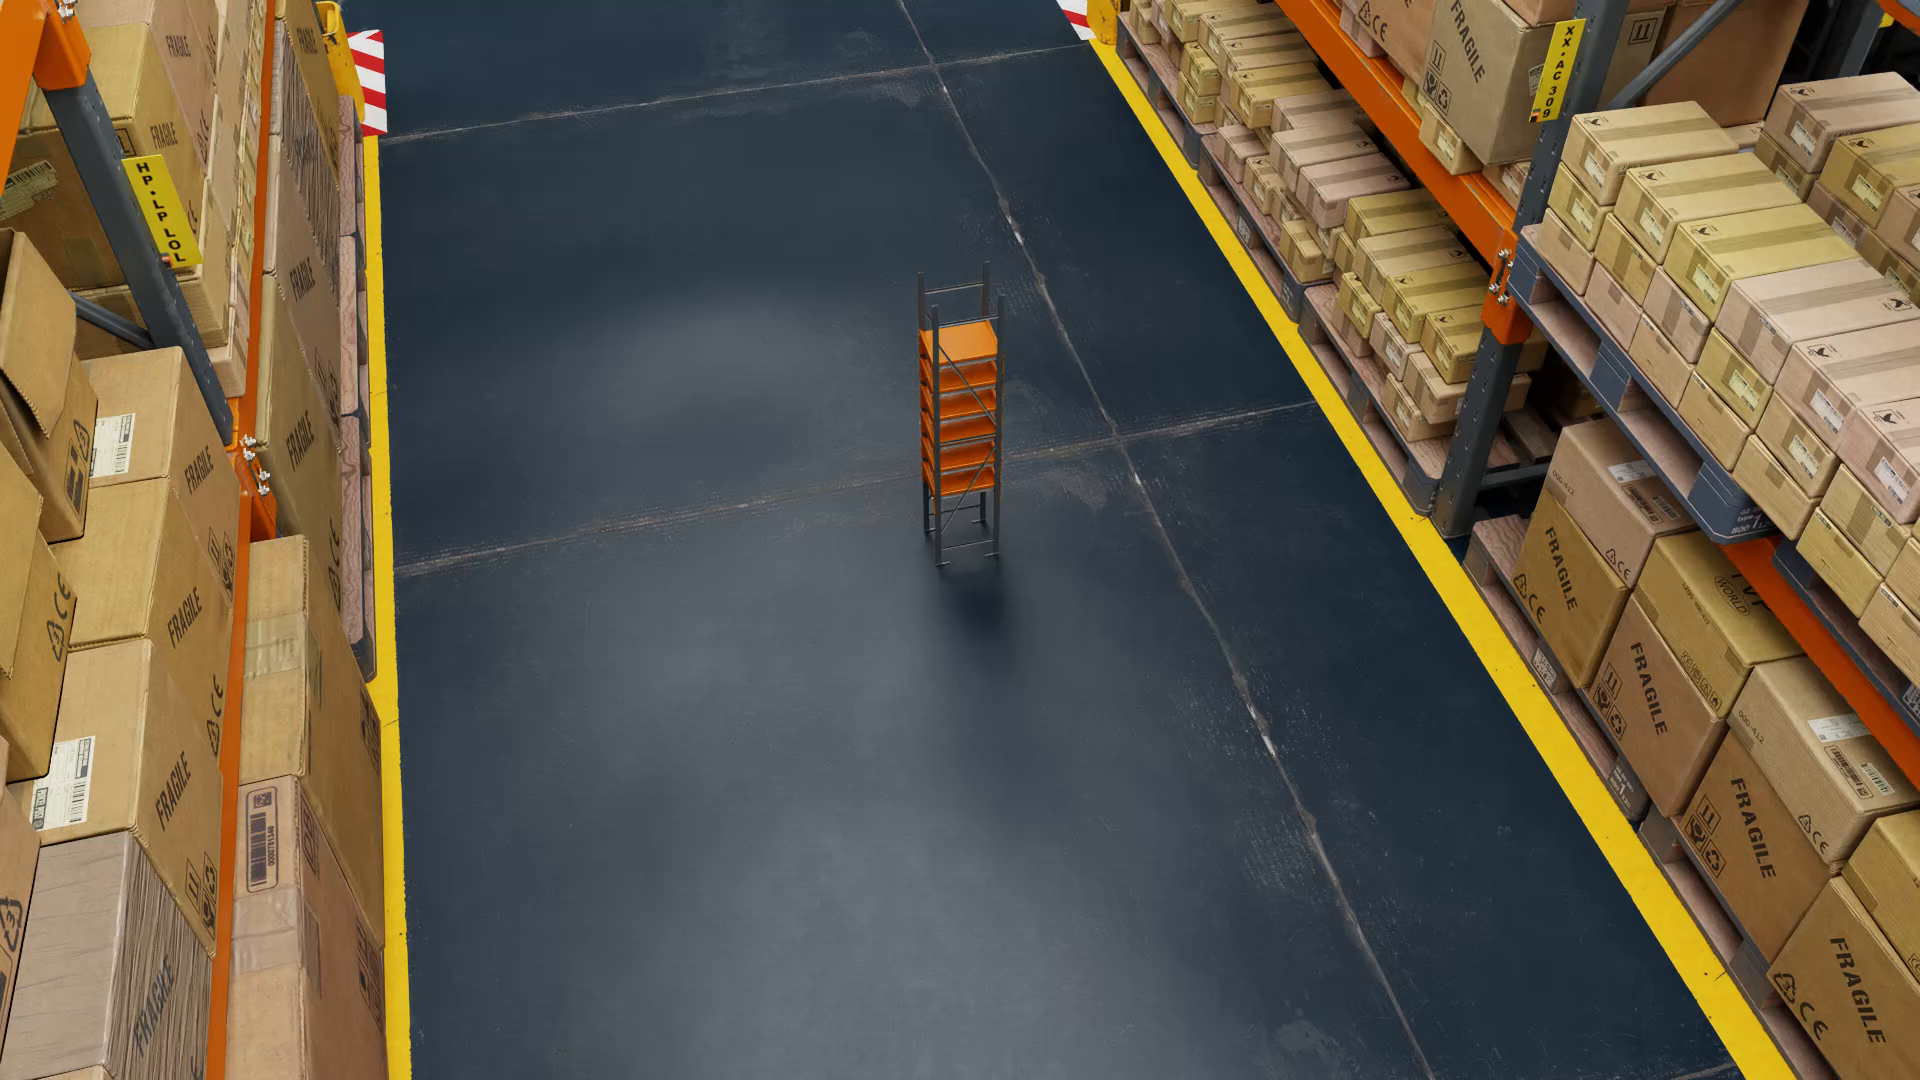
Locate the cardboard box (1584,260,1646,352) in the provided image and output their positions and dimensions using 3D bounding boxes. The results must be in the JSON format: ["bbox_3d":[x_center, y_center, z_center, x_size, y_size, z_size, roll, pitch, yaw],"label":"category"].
[{"bbox_3d":[2.015,-0.692,4.710,0.380,0.149,0.250,-10,46,-10],"label":"cardboard box"}]

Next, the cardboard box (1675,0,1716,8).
[{"bbox_3d":[2.402,-2.025,5.156,0.500,0.500,0.500,-10,46,-9],"label":"cardboard box"}]

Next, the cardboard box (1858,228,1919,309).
[{"bbox_3d":[2.704,-0.751,4.559,0.380,0.149,0.250,-9,46,-9],"label":"cardboard box"}]

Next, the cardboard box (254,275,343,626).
[{"bbox_3d":[-2.630,-0.216,5.555,0.875,0.875,0.875,-11,47,-10],"label":"cardboard box"}]

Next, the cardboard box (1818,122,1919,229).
[{"bbox_3d":[2.644,-1.020,4.615,0.380,0.149,0.250,-12,47,-12],"label":"cardboard box"}]

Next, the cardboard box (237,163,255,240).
[{"bbox_3d":[-2.497,-1.064,5.369,0.380,0.149,0.250,-12,47,-11],"label":"cardboard box"}]

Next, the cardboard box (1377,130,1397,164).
[{"bbox_3d":[2.094,-1.803,7.411,0.380,0.149,0.250,-10,46,-10],"label":"cardboard box"}]

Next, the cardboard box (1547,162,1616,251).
[{"bbox_3d":[1.939,-0.987,4.791,0.380,0.149,0.250,-10,46,-10],"label":"cardboard box"}]

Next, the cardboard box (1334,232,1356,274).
[{"bbox_3d":[1.758,-1.150,6.770,0.380,0.149,0.250,-10,46,-10],"label":"cardboard box"}]

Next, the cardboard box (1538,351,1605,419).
[{"bbox_3d":[2.500,-0.639,6.478,0.380,0.149,0.250,-13,47,-12],"label":"cardboard box"}]

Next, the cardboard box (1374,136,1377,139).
[{"bbox_3d":[1.995,-1.883,7.697,0.380,0.149,0.250,-10,46,-10],"label":"cardboard box"}]

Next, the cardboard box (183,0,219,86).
[{"bbox_3d":[-2.670,-1.734,5.221,0.500,0.500,0.500,-12,47,-12],"label":"cardboard box"}]

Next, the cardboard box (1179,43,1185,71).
[{"bbox_3d":[1.300,-2.334,8.140,0.380,0.149,0.250,-10,46,-10],"label":"cardboard box"}]

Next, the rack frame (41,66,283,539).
[{"bbox_3d":[-2.538,-0.343,4.486,1.000,3.000,0.127,-11,47,-10],"label":"rack frame"}]

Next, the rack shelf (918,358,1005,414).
[{"bbox_3d":[0.004,-0.547,5.672,0.258,0.103,0.180,-11,47,-10],"label":"rack shelf"}]

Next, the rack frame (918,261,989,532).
[{"bbox_3d":[-0.020,-0.473,5.874,0.240,1.200,0.006,-11,47,-10],"label":"rack frame"}]

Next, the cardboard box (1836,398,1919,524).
[{"bbox_3d":[2.271,-0.199,3.810,0.380,0.149,0.250,-9,46,-9],"label":"cardboard box"}]

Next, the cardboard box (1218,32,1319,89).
[{"bbox_3d":[1.397,-2.160,7.552,0.380,0.149,0.250,-9,46,-9],"label":"cardboard box"}]

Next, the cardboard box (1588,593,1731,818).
[{"bbox_3d":[2.352,0.472,5.144,0.500,0.500,0.500,-9,46,-9],"label":"cardboard box"}]

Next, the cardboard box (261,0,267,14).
[{"bbox_3d":[-2.890,-2.126,6.409,0.380,0.149,0.250,-12,47,-11],"label":"cardboard box"}]

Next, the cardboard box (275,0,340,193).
[{"bbox_3d":[-3.321,-2.080,7.382,0.875,0.875,0.875,-11,47,-10],"label":"cardboard box"}]

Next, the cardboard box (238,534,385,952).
[{"bbox_3d":[-2.355,0.692,4.665,1.225,0.875,0.875,-11,47,-10],"label":"cardboard box"}]

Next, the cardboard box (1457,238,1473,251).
[{"bbox_3d":[2.184,-1.249,6.867,0.380,0.149,0.250,-13,47,-12],"label":"cardboard box"}]

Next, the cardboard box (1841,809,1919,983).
[{"bbox_3d":[2.623,0.923,4.177,0.500,0.250,0.500,-10,46,-9],"label":"cardboard box"}]

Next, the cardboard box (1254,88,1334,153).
[{"bbox_3d":[1.538,-1.891,7.497,0.380,0.149,0.250,-9,46,-8],"label":"cardboard box"}]

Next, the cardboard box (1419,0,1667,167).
[{"bbox_3d":[1.886,-1.601,5.441,0.500,0.500,0.500,-11,47,-10],"label":"cardboard box"}]

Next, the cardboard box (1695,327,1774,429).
[{"bbox_3d":[2.141,-0.451,4.265,0.380,0.149,0.250,-13,47,-12],"label":"cardboard box"}]

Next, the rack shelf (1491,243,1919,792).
[{"bbox_3d":[2.794,0.453,4.210,1.077,0.370,4.000,-11,47,-10],"label":"rack shelf"}]

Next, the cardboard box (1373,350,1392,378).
[{"bbox_3d":[1.867,-0.732,6.569,0.380,0.149,0.250,-10,46,-9],"label":"cardboard box"}]

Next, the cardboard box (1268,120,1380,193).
[{"bbox_3d":[1.535,-1.622,7.025,0.380,0.149,0.250,-12,47,-12],"label":"cardboard box"}]

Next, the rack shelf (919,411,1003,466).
[{"bbox_3d":[0.004,-0.379,5.843,0.258,0.103,0.180,-11,47,-10],"label":"rack shelf"}]

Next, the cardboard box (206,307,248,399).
[{"bbox_3d":[-2.292,-0.520,4.835,0.380,0.149,0.250,-11,47,-10],"label":"cardboard box"}]

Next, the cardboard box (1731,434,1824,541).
[{"bbox_3d":[2.204,-0.170,4.198,0.380,0.149,0.250,-13,47,-12],"label":"cardboard box"}]

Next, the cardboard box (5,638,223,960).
[{"bbox_3d":[-1.894,0.598,3.494,0.500,0.500,0.500,-11,47,-11],"label":"cardboard box"}]

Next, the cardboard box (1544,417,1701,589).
[{"bbox_3d":[2.216,-0.156,5.234,0.500,0.250,0.500,-13,47,-12],"label":"cardboard box"}]

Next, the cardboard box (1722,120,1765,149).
[{"bbox_3d":[2.526,-1.347,5.646,0.380,0.149,0.250,-9,46,-9],"label":"cardboard box"}]

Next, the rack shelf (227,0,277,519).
[{"bbox_3d":[-3.050,-1.472,6.096,1.077,0.370,4.000,-11,47,-10],"label":"rack shelf"}]

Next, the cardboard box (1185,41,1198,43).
[{"bbox_3d":[1.308,-2.434,8.029,0.380,0.149,0.250,-10,46,-10],"label":"cardboard box"}]

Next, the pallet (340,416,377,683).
[{"bbox_3d":[-2.657,0.094,6.010,1.003,0.211,1.213,-11,47,-10],"label":"pallet"}]

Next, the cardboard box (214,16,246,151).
[{"bbox_3d":[-2.666,-1.467,5.485,0.500,0.250,0.500,-10,46,-9],"label":"cardboard box"}]

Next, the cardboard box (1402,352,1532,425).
[{"bbox_3d":[1.895,-0.592,6.224,0.380,0.149,0.250,-10,46,-10],"label":"cardboard box"}]

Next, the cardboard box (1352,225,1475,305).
[{"bbox_3d":[1.765,-1.075,6.489,0.380,0.149,0.250,-11,47,-11],"label":"cardboard box"}]

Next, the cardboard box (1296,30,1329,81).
[{"bbox_3d":[1.774,-2.320,7.917,0.380,0.149,0.250,-11,47,-11],"label":"cardboard box"}]

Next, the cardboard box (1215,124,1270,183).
[{"bbox_3d":[1.396,-1.791,7.607,0.380,0.149,0.250,-13,47,-12],"label":"cardboard box"}]

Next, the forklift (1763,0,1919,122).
[{"bbox_3d":[4.199,-2.584,6.730,1.130,2.935,3.031,-10,46,-9],"label":"forklift"}]

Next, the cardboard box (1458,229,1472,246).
[{"bbox_3d":[2.180,-1.355,6.764,0.380,0.149,0.250,-12,47,-11],"label":"cardboard box"}]

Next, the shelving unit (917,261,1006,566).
[{"bbox_3d":[0.004,-0.410,5.812,0.258,1.200,0.189,-11,47,-10],"label":"shelving unit"}]

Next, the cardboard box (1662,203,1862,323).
[{"bbox_3d":[2.079,-0.722,4.323,0.380,0.149,0.250,-10,46,-10],"label":"cardboard box"}]

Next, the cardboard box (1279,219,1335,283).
[{"bbox_3d":[1.588,-1.252,7.079,0.380,0.149,0.250,-11,47,-10],"label":"cardboard box"}]

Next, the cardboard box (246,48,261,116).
[{"bbox_3d":[-2.693,-1.596,5.890,0.380,0.149,0.250,-12,47,-11],"label":"cardboard box"}]

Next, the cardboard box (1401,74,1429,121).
[{"bbox_3d":[1.801,-1.600,5.893,0.380,0.149,0.250,-9,46,-9],"label":"cardboard box"}]

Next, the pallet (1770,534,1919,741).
[{"bbox_3d":[2.760,0.290,4.000,1.003,0.211,1.213,-11,47,-10],"label":"pallet"}]

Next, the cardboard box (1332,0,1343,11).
[{"bbox_3d":[1.647,-2.150,6.432,0.380,0.149,0.250,-11,47,-11],"label":"cardboard box"}]

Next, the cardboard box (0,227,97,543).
[{"bbox_3d":[-2.367,-0.289,3.661,0.797,0.503,0.637,-12,47,-11],"label":"cardboard box"}]

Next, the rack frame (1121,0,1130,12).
[{"bbox_3d":[1.258,-3.941,8.012,1.000,3.000,0.127,-11,47,-10],"label":"rack frame"}]

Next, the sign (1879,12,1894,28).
[{"bbox_3d":[2.818,-1.689,4.994,0.100,0.325,0.005,-11,47,-10],"label":"sign"}]

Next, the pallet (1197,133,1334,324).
[{"bbox_3d":[1.760,-1.505,7.577,1.003,0.211,1.213,-11,47,-10],"label":"pallet"}]

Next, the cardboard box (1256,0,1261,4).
[{"bbox_3d":[1.251,-2.707,8.088,0.380,0.149,0.250,-10,46,-10],"label":"cardboard box"}]

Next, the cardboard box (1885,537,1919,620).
[{"bbox_3d":[2.341,0.093,3.733,0.380,0.149,0.250,-12,47,-11],"label":"cardboard box"}]
